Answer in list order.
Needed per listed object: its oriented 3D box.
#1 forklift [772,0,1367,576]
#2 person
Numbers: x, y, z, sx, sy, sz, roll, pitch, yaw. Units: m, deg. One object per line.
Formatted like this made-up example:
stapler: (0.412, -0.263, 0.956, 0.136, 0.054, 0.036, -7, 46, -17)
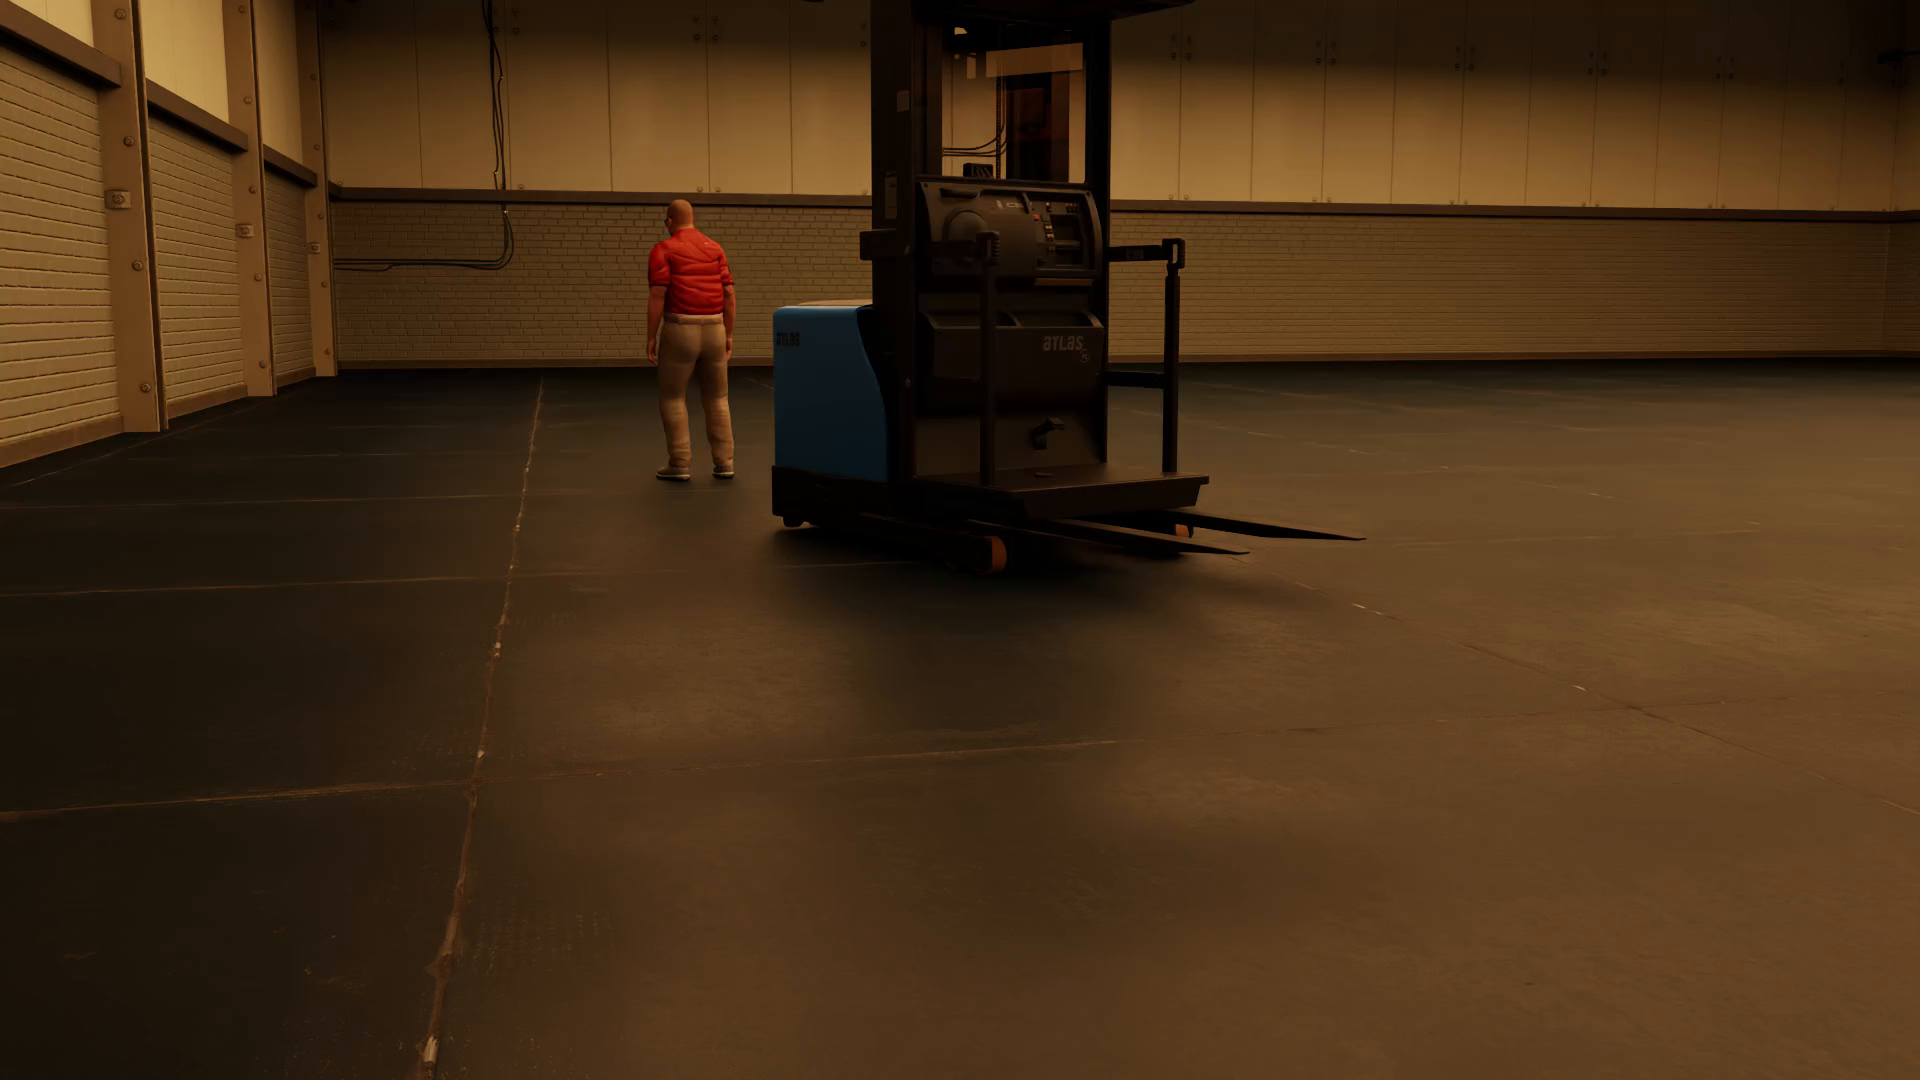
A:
forklift: (0.355, -1.383, 7.015, 1.130, 2.935, 3.031, -6, 10, -35)
person: (-1.676, -1.245, 10.367, 0.601, 1.726, 0.399, -5, 9, -32)
